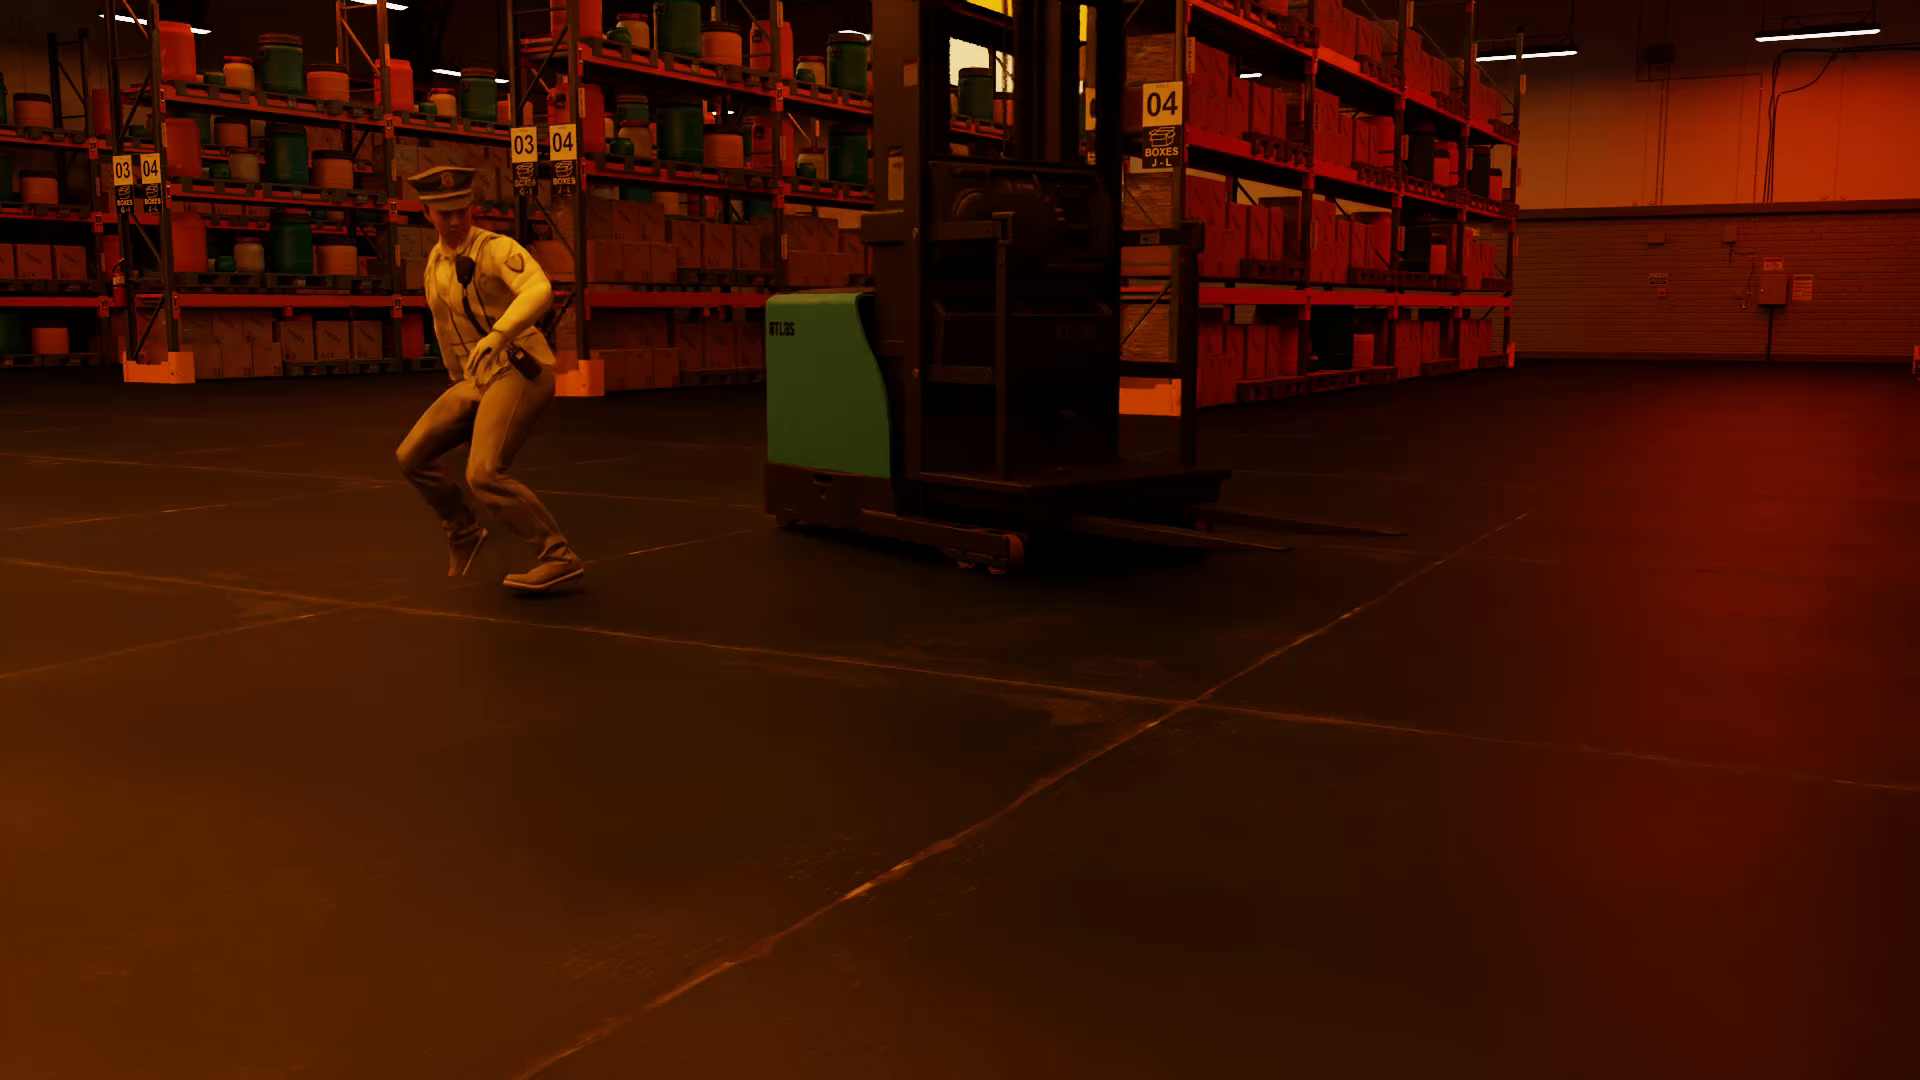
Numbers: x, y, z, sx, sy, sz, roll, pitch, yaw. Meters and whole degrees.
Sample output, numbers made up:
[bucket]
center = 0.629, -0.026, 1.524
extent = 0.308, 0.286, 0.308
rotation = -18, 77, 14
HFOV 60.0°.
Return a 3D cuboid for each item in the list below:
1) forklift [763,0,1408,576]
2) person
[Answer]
[forklift]
center = 0.392, -1.391, 6.672
extent = 1.130, 2.935, 3.031
rotation = -6, 10, -37
[person]
center = -1.747, -0.536, 6.010
extent = 0.500, 1.576, 0.942
rotation = -7, 11, -43
